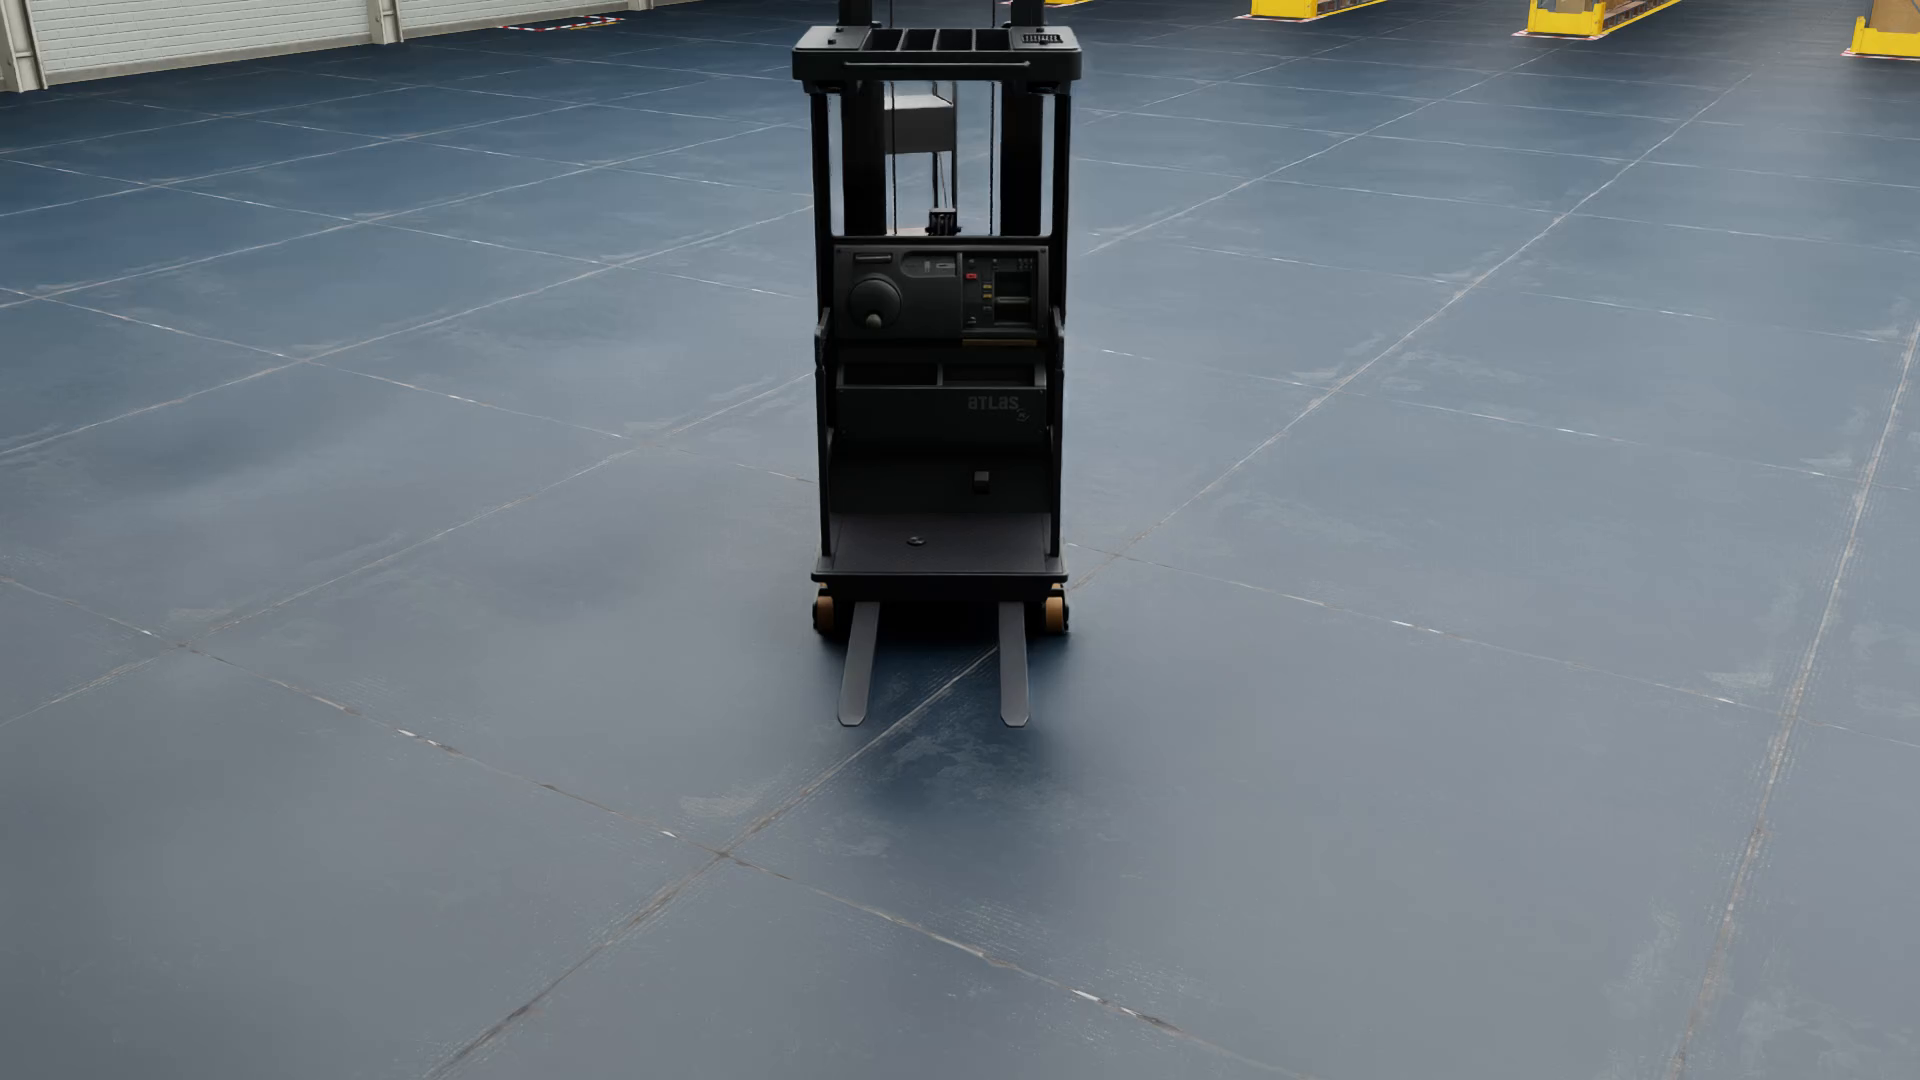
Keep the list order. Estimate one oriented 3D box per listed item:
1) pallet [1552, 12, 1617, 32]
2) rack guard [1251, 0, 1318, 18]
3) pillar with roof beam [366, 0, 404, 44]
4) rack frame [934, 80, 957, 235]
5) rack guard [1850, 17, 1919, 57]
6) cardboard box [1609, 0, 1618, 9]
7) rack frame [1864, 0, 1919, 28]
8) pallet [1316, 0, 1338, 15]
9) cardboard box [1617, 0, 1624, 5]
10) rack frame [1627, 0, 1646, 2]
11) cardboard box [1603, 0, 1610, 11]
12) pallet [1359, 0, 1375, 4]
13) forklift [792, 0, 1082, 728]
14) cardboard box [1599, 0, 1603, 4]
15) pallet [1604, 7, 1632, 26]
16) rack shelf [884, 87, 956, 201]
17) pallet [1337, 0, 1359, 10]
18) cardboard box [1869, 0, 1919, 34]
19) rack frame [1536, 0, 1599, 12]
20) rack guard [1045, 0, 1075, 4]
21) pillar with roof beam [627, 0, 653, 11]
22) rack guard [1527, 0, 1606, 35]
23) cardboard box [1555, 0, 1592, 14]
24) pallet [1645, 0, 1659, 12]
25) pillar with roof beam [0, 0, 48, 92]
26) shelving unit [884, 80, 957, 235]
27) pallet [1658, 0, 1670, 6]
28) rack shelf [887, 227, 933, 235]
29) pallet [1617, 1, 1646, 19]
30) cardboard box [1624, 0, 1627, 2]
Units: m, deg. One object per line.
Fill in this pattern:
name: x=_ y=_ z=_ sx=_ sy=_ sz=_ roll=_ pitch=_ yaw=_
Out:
pallet: x=10.619 y=-8.904 z=28.551 sx=1.003 sy=0.211 sz=1.213 roll=14 pitch=27 yaw=29
rack guard: x=5.913 y=-9.817 z=30.298 sx=1.175 sy=0.500 sz=0.348 roll=14 pitch=27 yaw=29
pillar with roof beam: x=-5.542 y=-11.223 z=22.848 sx=9.100 sy=9.000 sz=0.400 roll=14 pitch=27 yaw=29
rack frame: x=-0.076 y=-1.430 z=8.909 sx=0.015 sy=2.100 sz=0.400 roll=-7 pitch=24 yaw=-15
rack guard: x=14.268 y=-7.662 z=25.320 sx=1.175 sy=0.500 sz=0.348 roll=14 pitch=27 yaw=29
cardboard box: x=11.429 y=-9.739 z=29.589 sx=0.500 sy=0.500 sz=0.500 roll=11 pitch=26 yaw=24
rack frame: x=14.281 y=-8.817 z=24.842 sx=1.000 sy=3.000 sz=0.127 roll=14 pitch=27 yaw=29
pallet: x=6.346 y=-9.958 z=30.986 sx=1.003 sy=0.211 sz=1.213 roll=14 pitch=27 yaw=29
cardboard box: x=11.690 y=-9.965 z=30.111 sx=0.500 sy=0.500 sz=0.500 roll=-18 pitch=29 yaw=-36
rack frame: x=12.231 y=-11.241 z=30.440 sx=1.000 sy=3.000 sz=0.127 roll=14 pitch=27 yaw=29
cardboard box: x=11.097 y=-9.560 z=29.175 sx=0.500 sy=0.500 sz=0.500 roll=17 pitch=29 yaw=34
pallet: x=7.633 y=-10.781 z=32.888 sx=1.003 sy=0.211 sz=1.213 roll=14 pitch=27 yaw=29
forklift: x=-0.082 y=-1.059 z=7.007 sx=1.130 sy=2.935 sz=3.031 roll=0 pitch=23 yaw=1
cardboard box: x=10.750 y=-9.353 z=28.696 sx=0.500 sy=0.500 sz=0.500 roll=-20 pitch=31 yaw=-39
pallet: x=11.264 y=-9.314 z=29.499 sx=1.003 sy=0.211 sz=1.213 roll=14 pitch=27 yaw=29
rack shelf: x=-0.310 y=-2.032 z=8.574 sx=0.480 sy=0.518 sz=0.431 roll=-7 pitch=24 yaw=-15
pallet: x=6.990 y=-10.368 z=31.933 sx=1.003 sy=0.211 sz=1.213 roll=14 pitch=27 yaw=29
cardboard box: x=14.583 y=-8.278 z=25.741 sx=0.875 sy=0.875 sz=0.875 roll=14 pitch=27 yaw=29
rack frame: x=10.121 y=-9.891 z=27.322 sx=1.000 sy=3.000 sz=0.127 roll=14 pitch=27 yaw=29
rack guard: x=1.694 y=-10.813 z=32.598 sx=1.175 sy=0.500 sz=0.348 roll=14 pitch=27 yaw=29
pillar with roof beam: x=-2.377 y=-13.248 z=27.526 sx=9.100 sy=9.000 sz=0.400 roll=14 pitch=27 yaw=29
rack guard: x=10.161 y=-8.769 z=27.877 sx=1.175 sy=0.500 sz=0.348 roll=14 pitch=27 yaw=29
cardboard box: x=10.464 y=-9.144 z=28.214 sx=0.500 sy=0.500 sz=0.500 roll=20 pitch=30 yaw=38
pallet: x=12.640 y=-10.224 z=31.602 sx=1.003 sy=0.211 sz=1.213 roll=14 pitch=27 yaw=29
pillar with roof beam: x=-8.707 y=-9.198 z=18.170 sx=9.100 sy=9.000 sz=0.400 roll=14 pitch=27 yaw=29
shelving unit: x=-0.310 y=-1.402 z=8.847 sx=0.503 sy=2.100 sz=0.431 roll=-7 pitch=24 yaw=-15
pallet: x=13.283 y=-10.638 z=32.557 sx=1.003 sy=0.211 sz=1.213 roll=14 pitch=27 yaw=29
rack shelf: x=-0.310 y=-1.390 z=8.852 sx=0.480 sy=0.518 sz=0.431 roll=-7 pitch=24 yaw=-15
pallet: x=11.906 y=-9.727 z=30.453 sx=1.003 sy=0.211 sz=1.213 roll=14 pitch=27 yaw=29
cardboard box: x=11.986 y=-10.160 z=30.561 sx=0.500 sy=0.500 sz=0.500 roll=13 pitch=27 yaw=27
